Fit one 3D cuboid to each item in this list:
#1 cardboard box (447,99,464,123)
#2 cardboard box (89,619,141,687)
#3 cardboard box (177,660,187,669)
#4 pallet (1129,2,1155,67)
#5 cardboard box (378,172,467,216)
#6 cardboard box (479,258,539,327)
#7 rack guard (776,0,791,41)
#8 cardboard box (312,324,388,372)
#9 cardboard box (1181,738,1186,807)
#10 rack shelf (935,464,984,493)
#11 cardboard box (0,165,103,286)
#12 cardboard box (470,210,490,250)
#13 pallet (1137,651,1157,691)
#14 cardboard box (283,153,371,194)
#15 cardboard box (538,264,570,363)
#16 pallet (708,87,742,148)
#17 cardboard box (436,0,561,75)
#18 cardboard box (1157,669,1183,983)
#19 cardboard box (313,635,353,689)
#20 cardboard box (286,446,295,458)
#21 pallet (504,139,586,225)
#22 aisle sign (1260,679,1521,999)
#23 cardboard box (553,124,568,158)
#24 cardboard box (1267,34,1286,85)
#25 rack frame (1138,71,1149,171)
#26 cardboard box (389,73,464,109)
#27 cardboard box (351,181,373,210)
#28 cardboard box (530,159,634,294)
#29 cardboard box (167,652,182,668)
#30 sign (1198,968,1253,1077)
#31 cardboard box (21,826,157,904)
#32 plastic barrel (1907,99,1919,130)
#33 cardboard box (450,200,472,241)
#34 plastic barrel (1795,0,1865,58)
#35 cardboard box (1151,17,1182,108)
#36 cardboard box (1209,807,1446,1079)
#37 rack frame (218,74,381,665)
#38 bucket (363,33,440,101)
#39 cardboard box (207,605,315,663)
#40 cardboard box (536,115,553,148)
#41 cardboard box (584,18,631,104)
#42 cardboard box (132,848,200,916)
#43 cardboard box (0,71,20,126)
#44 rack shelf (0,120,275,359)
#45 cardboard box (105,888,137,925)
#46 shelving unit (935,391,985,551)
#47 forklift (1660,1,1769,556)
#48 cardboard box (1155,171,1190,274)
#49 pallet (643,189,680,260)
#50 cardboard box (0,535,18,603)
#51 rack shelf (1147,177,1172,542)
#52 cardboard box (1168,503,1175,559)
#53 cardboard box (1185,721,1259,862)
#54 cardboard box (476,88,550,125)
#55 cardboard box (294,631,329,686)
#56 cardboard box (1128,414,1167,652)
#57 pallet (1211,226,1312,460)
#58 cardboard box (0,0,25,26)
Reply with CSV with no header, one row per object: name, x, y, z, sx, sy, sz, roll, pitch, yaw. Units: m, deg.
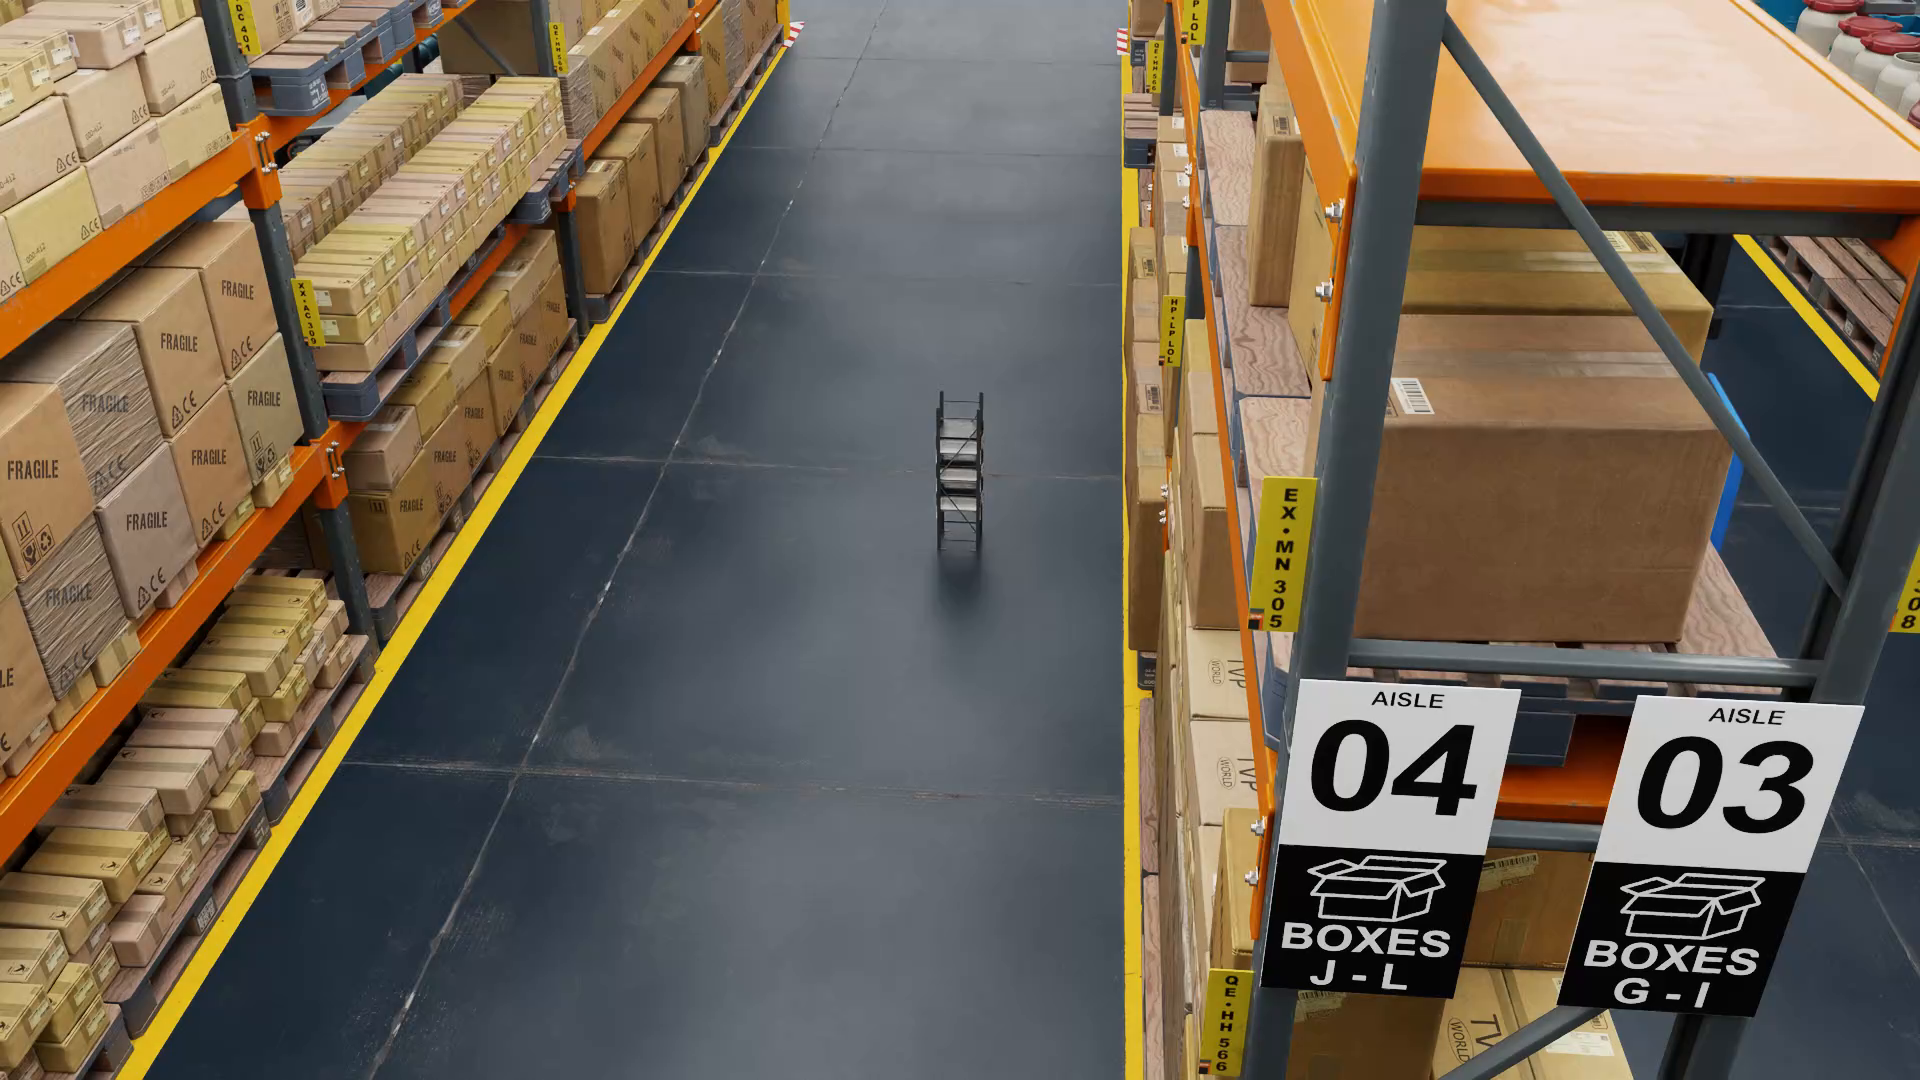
cardboard box,-3.402,-2.722,10.644,0.380,0.149,0.250,4,32,6
cardboard box,-3.334,0.411,6.244,0.380,0.149,0.250,3,32,5
cardboard box,-3.752,0.673,7.613,0.380,0.149,0.250,2,32,4
pallet,1.891,-4.120,13.539,1.003,0.211,1.213,2,32,4
cardboard box,-2.893,-1.864,8.968,0.380,0.149,0.250,4,32,6
cardboard box,-2.987,-1.568,10.484,0.500,0.250,0.500,3,32,5
rack guard,-2.509,-5.899,18.627,1.175,0.500,0.348,2,32,4
cardboard box,-2.997,-0.934,8.027,0.380,0.149,0.250,1,32,2
cardboard box,0.947,0.788,5.633,0.380,0.149,0.250,3,32,5
rack shelf,-0.001,-0.350,9.305,0.258,0.077,0.200,2,32,4
cardboard box,-3.352,-1.095,5.732,0.500,0.250,0.500,2,32,3
cardboard box,-2.873,-1.749,9.348,0.380,0.149,0.250,1,32,2
pallet,1.435,0.369,8.730,1.003,0.211,1.213,2,32,4
cardboard box,-3.523,-2.042,9.257,0.380,0.149,0.250,2,32,3
cardboard box,-2.955,-1.527,11.132,0.500,0.500,0.500,2,32,4
pallet,-2.697,-4.067,15.928,1.003,0.211,1.213,2,32,4
cardboard box,-3.116,-3.470,11.254,0.700,0.500,0.500,2,32,4
cardboard box,1.241,1.127,6.468,0.875,0.875,0.875,2,32,4
cardboard box,-3.180,0.578,8.050,0.380,0.149,0.250,3,32,5
cardboard box,-3.278,-0.410,7.576,0.380,0.149,0.250,2,32,3
pallet,-3.114,-2.309,10.601,1.213,0.211,1.003,2,32,4
aisle sign,0.817,0.598,3.223,0.394,0.787,0.004,2,32,4
cardboard box,-2.744,-2.562,10.668,0.380,0.149,0.250,3,32,5
cardboard box,1.443,-1.541,5.721,0.700,0.500,0.500,1,32,1
rack frame,2.099,-4.595,14.127,1.000,3.000,0.127,2,32,4
cardboard box,-3.393,-2.857,10.580,0.380,0.149,0.250,3,32,4
cardboard box,-3.523,-1.907,9.322,0.380,0.149,0.250,4,32,6
cardboard box,-3.023,-2.303,12.153,1.050,0.750,0.750,2,32,3
cardboard box,-3.776,0.553,7.525,0.380,0.149,0.250,2,32,3
sign,0.582,1.056,3.628,0.100,0.325,0.005,2,32,4
cardboard box,-3.345,1.249,6.395,0.380,0.149,0.250,3,32,5
plastic barrel,6.445,-2.605,10.769,0.600,0.536,0.708,2,32,4
cardboard box,-2.896,-1.747,9.062,0.380,0.149,0.250,2,32,3
plastic barrel,6.739,-3.950,12.951,0.433,0.535,0.433,0,32,0
cardboard box,1.723,-3.305,11.538,0.700,0.500,0.500,7,32,11
cardboard box,0.899,1.032,4.141,0.500,0.500,0.500,3,32,5
rack frame,-3.488,-0.676,7.768,1.000,3.000,0.127,2,32,4
bucket,-5.123,-4.283,15.292,0.726,0.611,0.620,14,44,21
cardboard box,-3.239,0.438,7.711,0.380,0.149,0.250,3,32,5
cardboard box,-2.769,-2.549,10.363,0.380,0.149,0.250,4,32,6
cardboard box,-2.777,-3.563,12.358,0.500,0.500,0.500,2,32,4
cardboard box,-3.339,1.381,6.748,0.380,0.149,0.250,2,32,4
cardboard box,-3.321,-1.419,5.401,0.380,0.149,0.250,2,32,4
rack shelf,-3.651,-0.601,5.473,1.077,0.370,4.000,2,32,4
cardboard box,-3.468,1.372,6.478,0.380,0.149,0.250,4,32,7
shelving unit,-0.001,-0.379,9.287,0.258,0.900,0.210,2,32,4
forklift,3.665,-1.640,9.397,1.130,2.935,3.031,4,32,6
cardboard box,1.384,-1.765,9.440,0.500,0.500,0.500,2,32,3
pallet,-2.921,-2.626,13.590,1.003,0.211,1.213,2,32,4
cardboard box,-3.413,0.062,5.239,0.500,0.500,0.500,2,32,3
rack shelf,1.610,-1.151,9.225,1.077,0.370,4.000,2,32,4
cardboard box,1.070,-0.027,6.954,0.380,0.149,0.250,1,32,2
cardboard box,0.980,0.821,5.198,0.500,0.250,0.500,1,32,2
cardboard box,-2.768,-2.686,10.301,0.380,0.149,0.250,2,32,3
cardboard box,-3.206,0.552,7.808,0.380,0.149,0.250,1,32,2
cardboard box,1.479,-0.021,8.331,1.225,0.875,0.875,3,32,4
pallet,1.268,-0.587,4.849,1.003,0.211,1.213,2,32,4
cardboard box,-3.808,-1.989,6.326,0.380,0.149,0.250,1,32,2
